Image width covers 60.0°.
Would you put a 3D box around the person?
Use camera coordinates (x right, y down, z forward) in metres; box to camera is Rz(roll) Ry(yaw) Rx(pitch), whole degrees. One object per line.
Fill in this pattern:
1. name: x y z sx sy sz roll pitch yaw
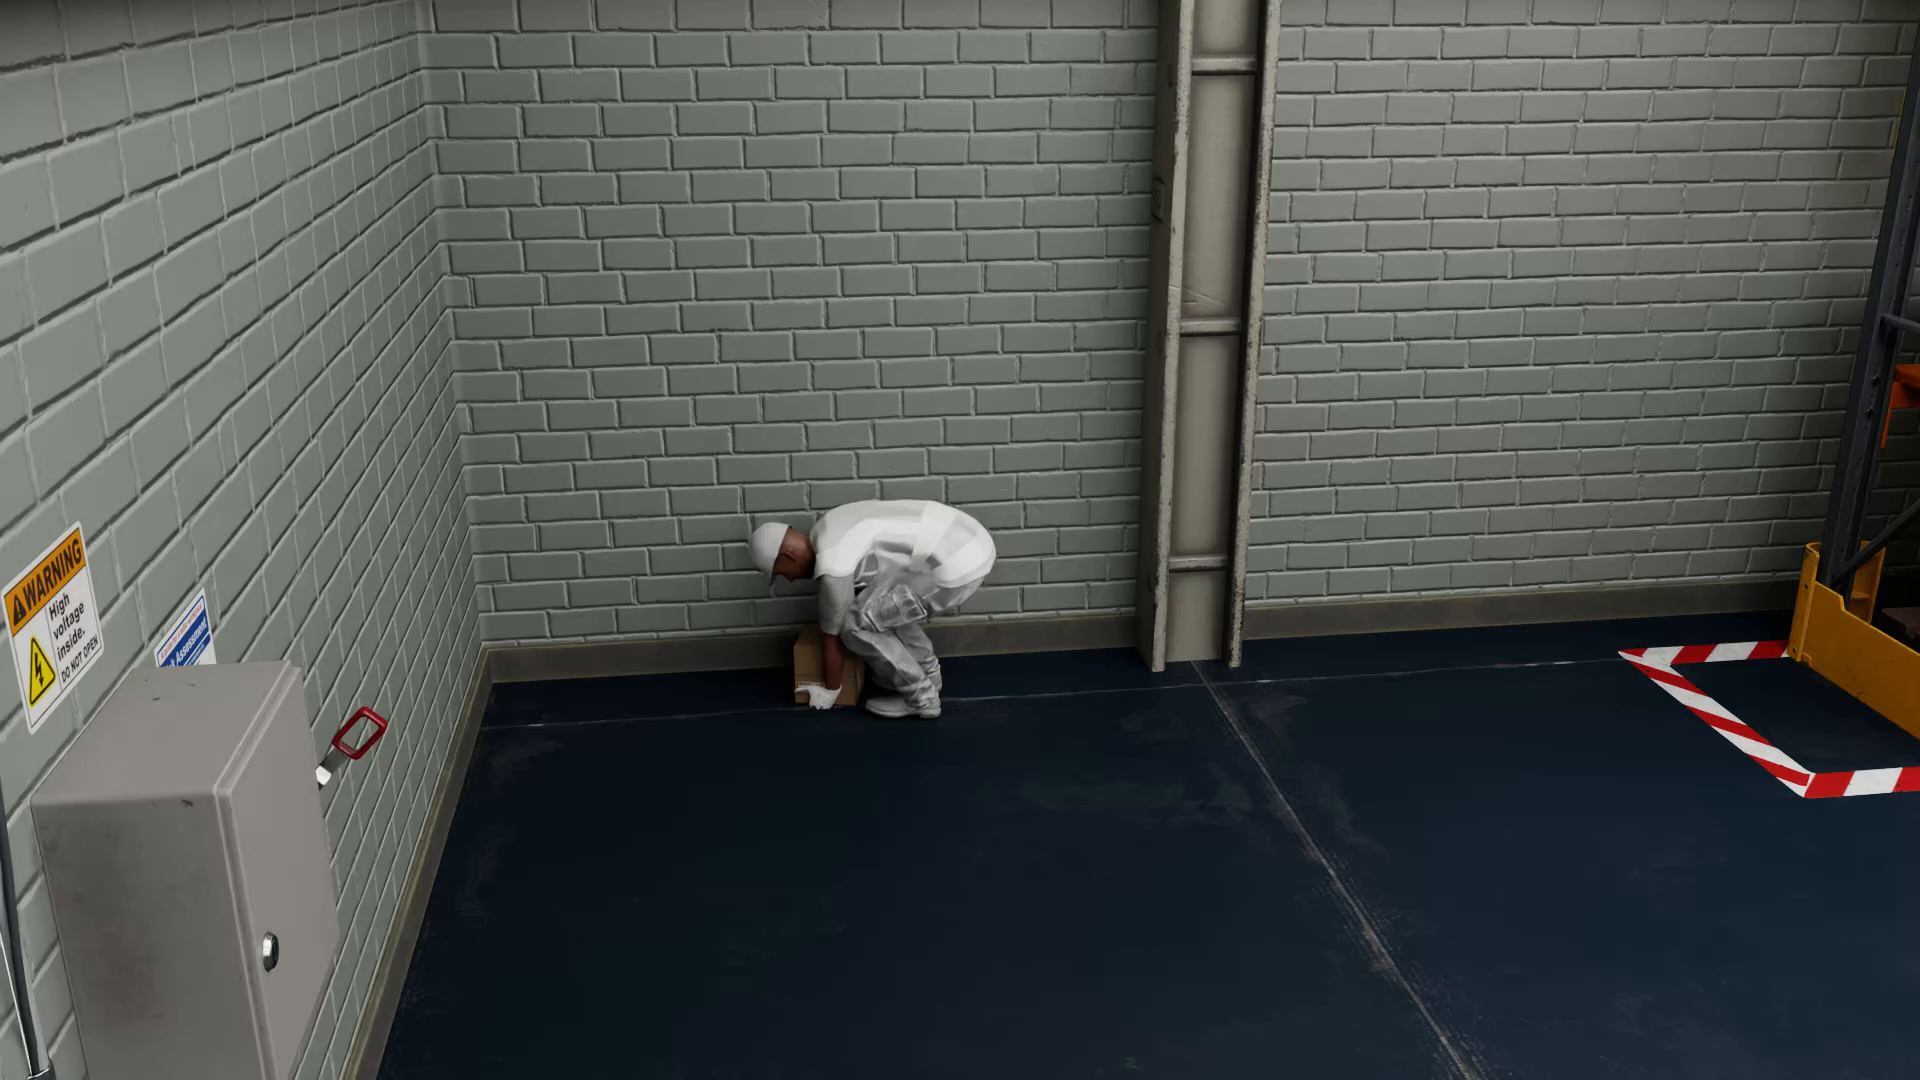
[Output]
1. person: -0.357 0.271 6.717 0.991 0.862 0.535 3 20 8
